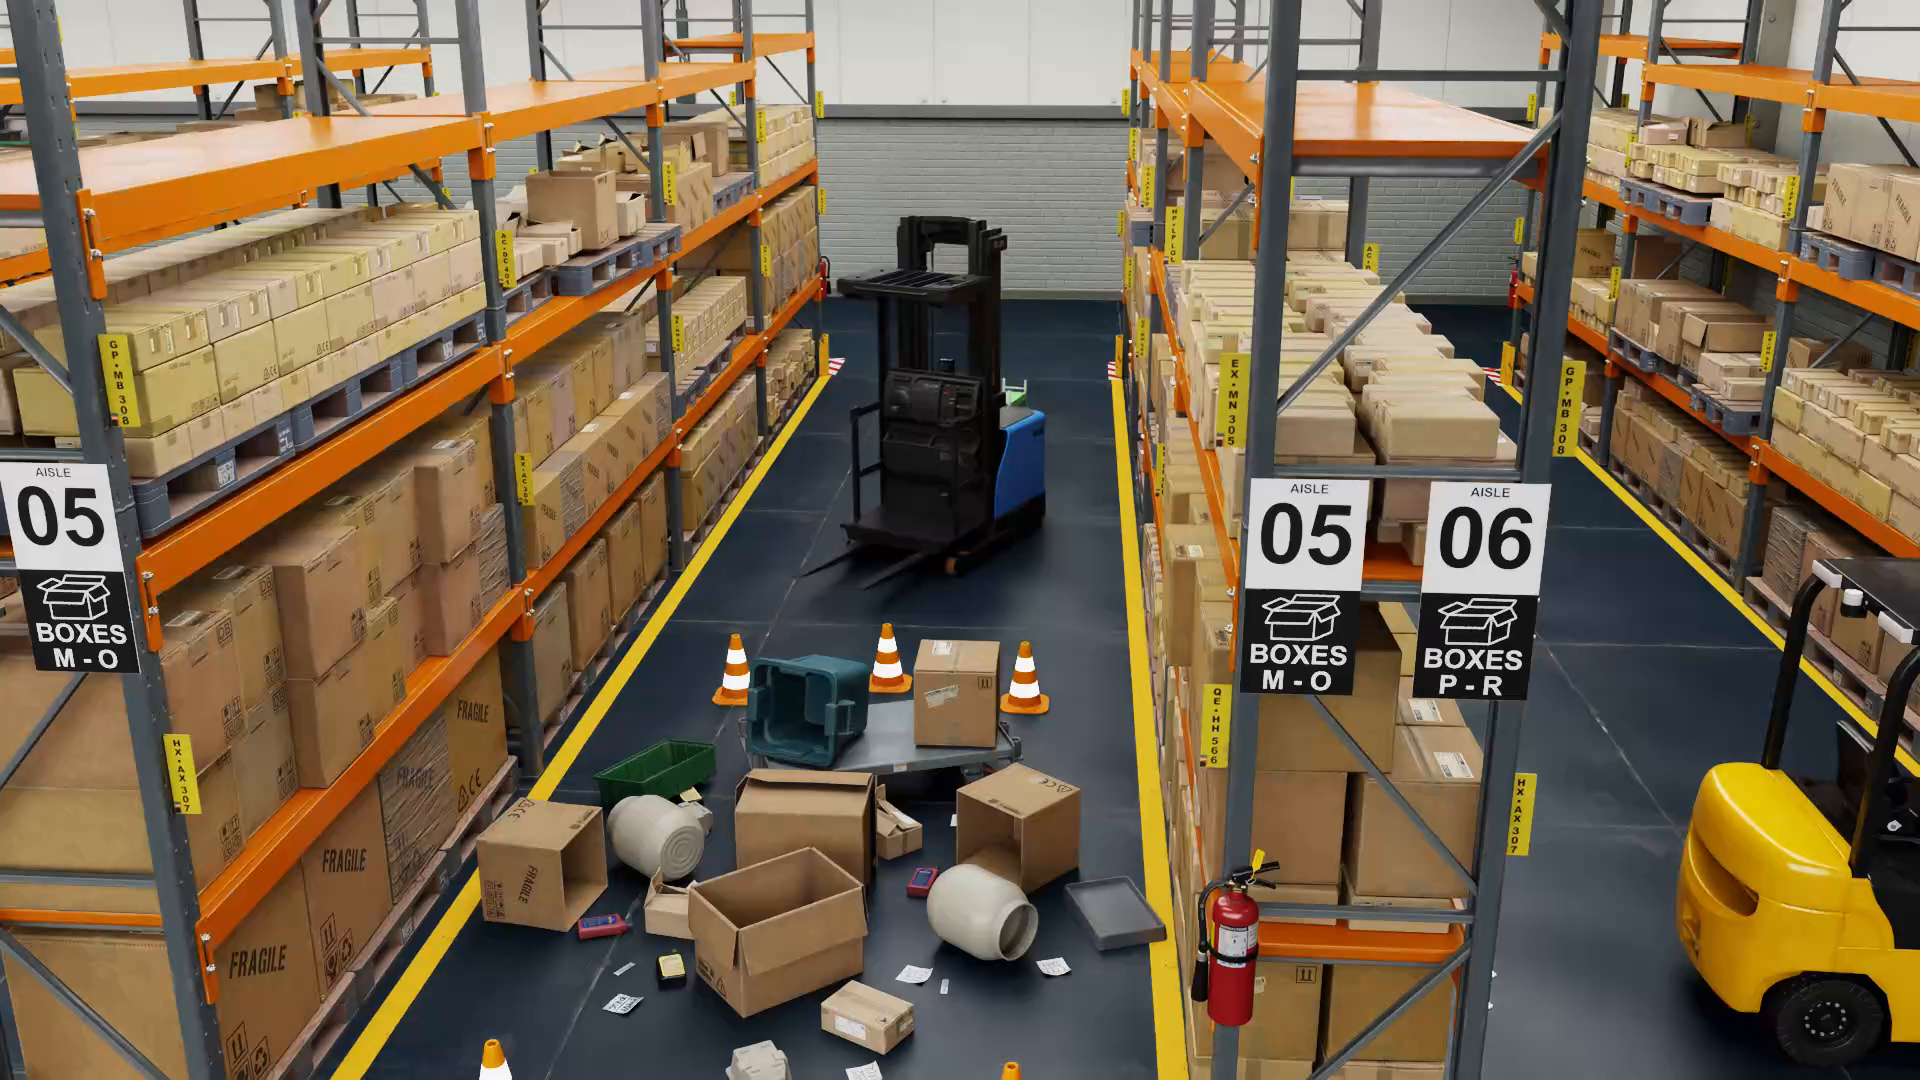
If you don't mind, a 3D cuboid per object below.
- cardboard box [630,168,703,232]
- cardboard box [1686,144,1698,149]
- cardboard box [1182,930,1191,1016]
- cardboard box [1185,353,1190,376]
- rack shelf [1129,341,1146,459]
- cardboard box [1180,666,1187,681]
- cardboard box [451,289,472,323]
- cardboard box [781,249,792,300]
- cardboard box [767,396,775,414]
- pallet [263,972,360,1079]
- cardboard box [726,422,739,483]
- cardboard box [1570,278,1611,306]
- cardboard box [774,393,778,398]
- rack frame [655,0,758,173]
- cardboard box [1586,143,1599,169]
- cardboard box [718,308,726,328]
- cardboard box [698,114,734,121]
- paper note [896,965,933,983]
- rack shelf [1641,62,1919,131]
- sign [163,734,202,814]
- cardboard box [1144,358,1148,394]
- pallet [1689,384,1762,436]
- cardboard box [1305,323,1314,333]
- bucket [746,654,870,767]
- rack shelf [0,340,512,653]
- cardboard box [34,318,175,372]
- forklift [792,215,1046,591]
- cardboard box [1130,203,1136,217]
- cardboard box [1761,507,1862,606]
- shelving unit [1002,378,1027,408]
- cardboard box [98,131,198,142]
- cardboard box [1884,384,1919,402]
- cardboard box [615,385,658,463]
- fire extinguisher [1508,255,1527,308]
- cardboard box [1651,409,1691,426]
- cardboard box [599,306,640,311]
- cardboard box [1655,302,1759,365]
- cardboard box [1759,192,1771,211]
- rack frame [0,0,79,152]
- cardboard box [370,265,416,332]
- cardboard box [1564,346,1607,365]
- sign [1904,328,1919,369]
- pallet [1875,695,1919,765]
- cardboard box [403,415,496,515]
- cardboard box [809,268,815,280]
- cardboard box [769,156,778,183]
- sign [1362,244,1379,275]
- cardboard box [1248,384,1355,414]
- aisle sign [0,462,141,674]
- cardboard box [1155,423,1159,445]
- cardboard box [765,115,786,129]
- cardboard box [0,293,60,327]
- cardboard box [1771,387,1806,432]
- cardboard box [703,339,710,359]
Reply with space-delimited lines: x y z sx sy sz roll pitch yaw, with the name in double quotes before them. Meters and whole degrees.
"cardboard box" -2.559 -2.971 14.522 0.500 0.500 0.500 1 18 4
"cardboard box" 7.383 -3.824 16.375 0.380 0.149 0.250 1 18 3
"cardboard box" 1.311 2.082 7.821 0.500 0.250 0.500 1 18 4
"cardboard box" 1.419 -0.985 9.024 0.380 0.149 0.250 1 18 4
"rack shelf" 2.194 -1.371 15.774 1.077 0.370 4.000 1 18 4
"cardboard box" 1.392 0.404 8.562 0.500 0.500 0.500 1 18 3
"cardboard box" -2.906 -1.284 9.101 0.380 0.149 0.250 2 18 5
"cardboard box" -2.220 -3.060 19.134 0.500 0.500 0.500 1 18 3
"cardboard box" -2.262 -1.505 18.453 0.380 0.149 0.250 2 18 6
"pallet" -3.489 2.388 7.622 1.003 0.211 1.213 1 18 4
"cardboard box" -2.488 -0.871 16.432 0.500 0.500 0.500 1 18 3
"cardboard box" 7.151 -2.769 18.647 0.500 0.250 0.500 1 18 4
"cardboard box" -2.308 -1.605 19.236 0.380 0.149 0.250 1 18 3
"rack frame" -2.608 -5.264 16.865 1.000 3.000 0.127 1 18 4
"cardboard box" 7.148 -4.196 18.185 0.500 0.250 0.500 2 18 5
"cardboard box" -2.513 -2.183 16.345 0.380 0.149 0.250 0 18 1
"cardboard box" -2.793 -4.779 18.999 0.380 0.149 0.250 1 18 3
"paper note" -0.230 2.210 8.474 0.148 0.019 0.142 8 20 23
"rack shelf" 7.145 -3.923 14.567 1.077 0.370 4.000 1 18 4
"sign" -2.915 0.879 6.234 0.100 0.325 0.005 1 18 4
"cardboard box" 1.831 -1.415 14.188 0.500 0.250 0.500 1 18 4
"pallet" 6.980 -1.103 14.108 1.213 0.211 1.003 1 18 4
"cardboard box" 1.914 -0.887 8.086 0.500 0.250 0.500 1 18 3
"bucket" -0.891 0.998 10.203 0.726 0.611 0.620 8 10 23
"rack shelf" -3.324 -0.391 7.965 1.077 0.370 4.000 1 18 4
"cardboard box" -3.126 -0.715 6.086 0.380 0.149 0.250 1 18 5
"forklift" -0.349 -1.243 14.337 1.130 2.935 3.031 10 21 28
"cardboard box" 2.169 -3.823 19.292 0.380 0.149 0.250 1 18 3
"cardboard box" 6.943 0.140 13.145 0.875 0.625 0.625 2 18 6
"shelving unit" 0.449 -0.920 16.131 0.258 1.200 0.503 6 19 19
"cardboard box" -7.709 -3.622 15.830 0.797 0.503 0.637 1 18 3
"cardboard box" 7.193 -1.070 12.496 0.380 0.149 0.250 1 18 4
"cardboard box" -2.696 -0.918 13.074 0.500 0.500 0.500 1 18 4
"fire extinguisher" 7.124 -3.309 21.255 0.296 0.674 0.183 1 18 4
"cardboard box" 7.041 -1.186 16.351 0.380 0.149 0.250 1 18 3
"cardboard box" -3.222 -2.098 15.610 0.380 0.149 0.250 2 18 7
"cardboard box" 6.937 -1.922 15.464 0.700 0.500 0.500 1 18 4
"cardboard box" 6.869 -2.803 13.770 0.380 0.149 0.250 2 18 5
"rack frame" -7.834 -4.164 13.507 1.000 3.000 0.127 1 18 4
"cardboard box" -3.035 -1.201 8.208 0.500 0.250 0.500 1 18 3
"cardboard box" 7.336 -2.026 19.957 0.700 0.500 0.500 2 18 6
"sign" 7.555 -1.521 13.216 0.100 0.325 0.005 1 18 4
"pallet" 6.729 1.355 10.775 1.003 0.211 1.213 1 18 4
"cardboard box" -3.242 -0.400 9.677 0.875 0.550 0.550 1 18 4
"cardboard box" -2.062 -3.429 21.301 0.380 0.149 0.250 1 18 4
"cardboard box" -2.284 -4.061 18.251 0.500 0.250 0.500 1 18 3
"sign" 2.305 -1.511 9.397 0.100 0.325 0.005 1 18 4
"cardboard box" 1.263 -0.483 6.214 0.380 0.149 0.250 2 18 5
"aisle sign" -3.174 0.107 5.932 0.394 0.787 0.004 1 18 4
"cardboard box" 1.682 -0.820 12.663 0.380 0.149 0.250 1 18 4
"cardboard box" -2.197 -4.768 18.966 0.380 0.149 0.250 1 18 2
"cardboard box" -3.744 -0.888 6.613 0.380 0.149 0.250 2 18 5
"cardboard box" 6.701 -1.017 12.975 0.500 0.250 0.500 1 18 4
"cardboard box" -2.568 -1.798 15.648 0.380 0.149 0.250 2 18 5
